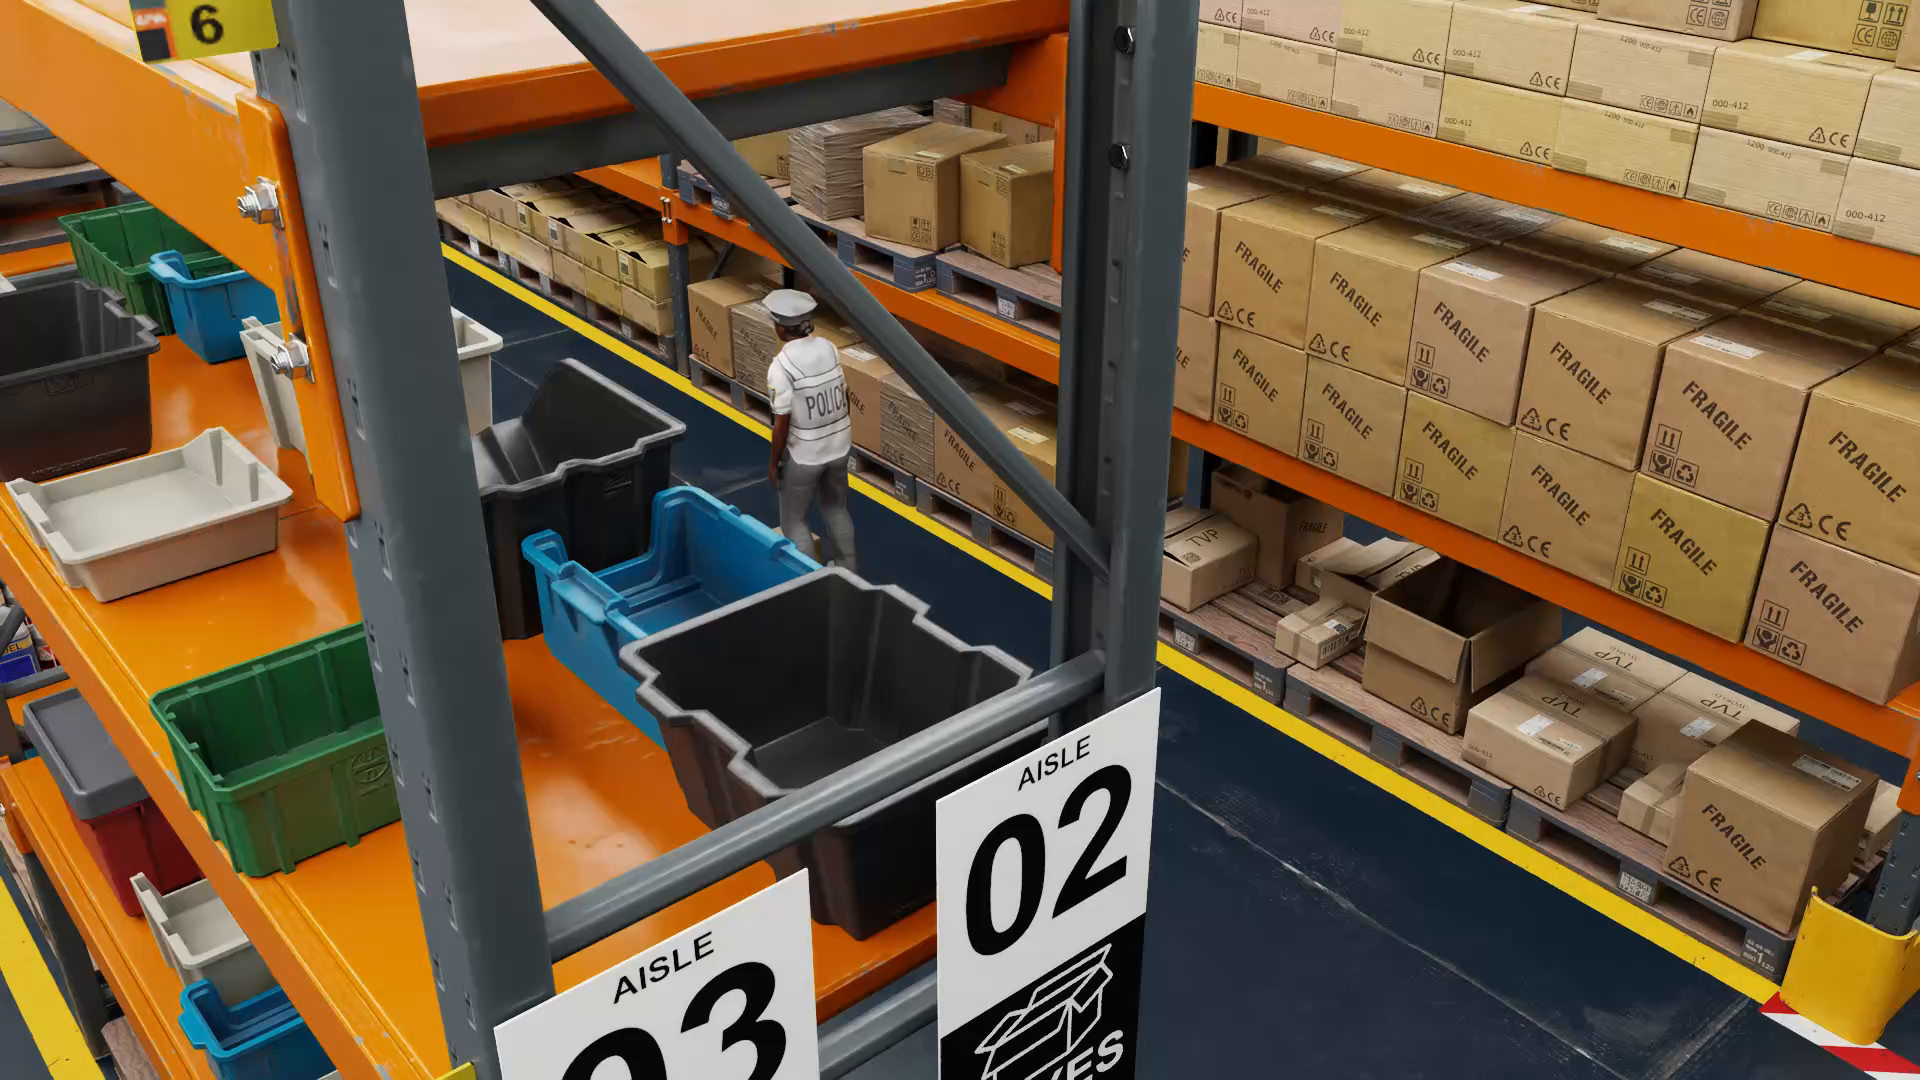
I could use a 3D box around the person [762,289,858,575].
[{"bbox_3d":[-0.756,-0.449,8.454,0.530,1.660,0.398,-25,37,-38],"label":"person"}]
